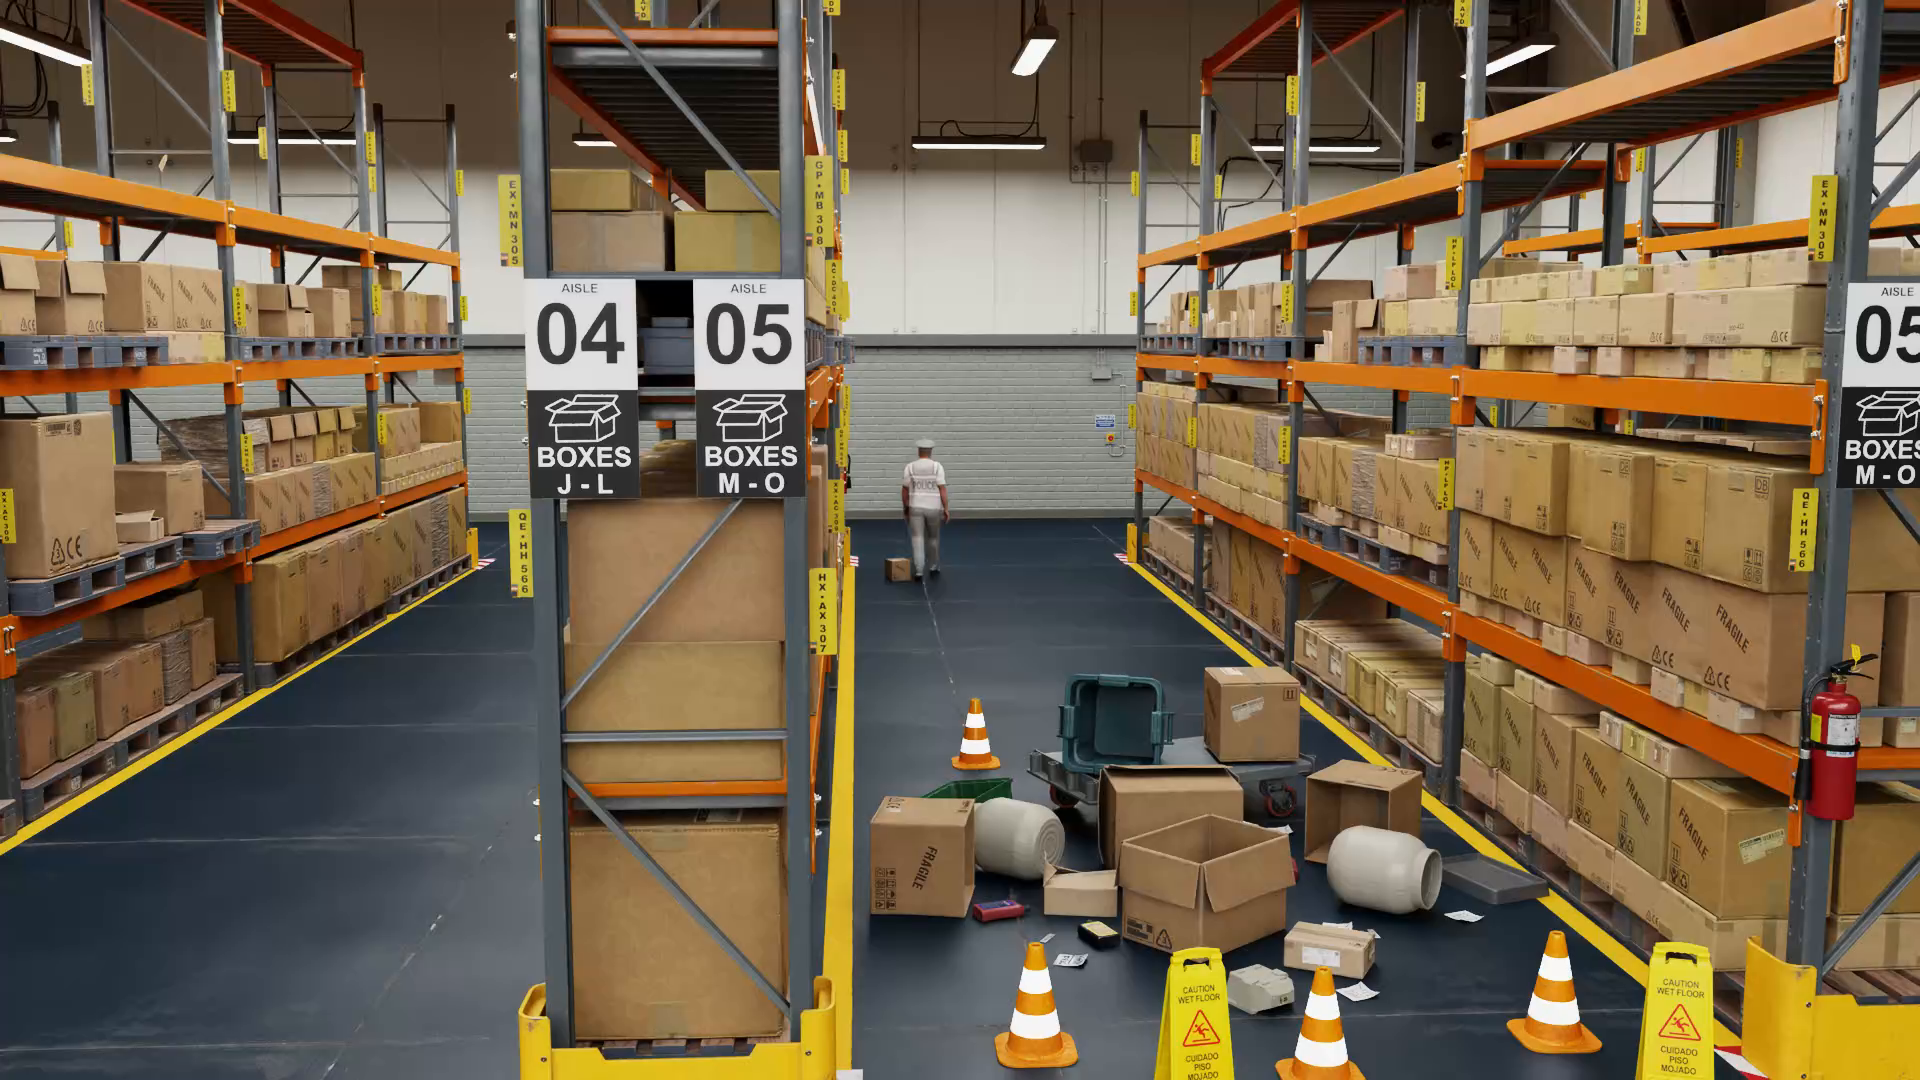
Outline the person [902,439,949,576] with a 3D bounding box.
[{"bbox_3d":[-0.438,-0.421,21.131,0.602,1.719,0.984,0,7,-1],"label":"person"}]
